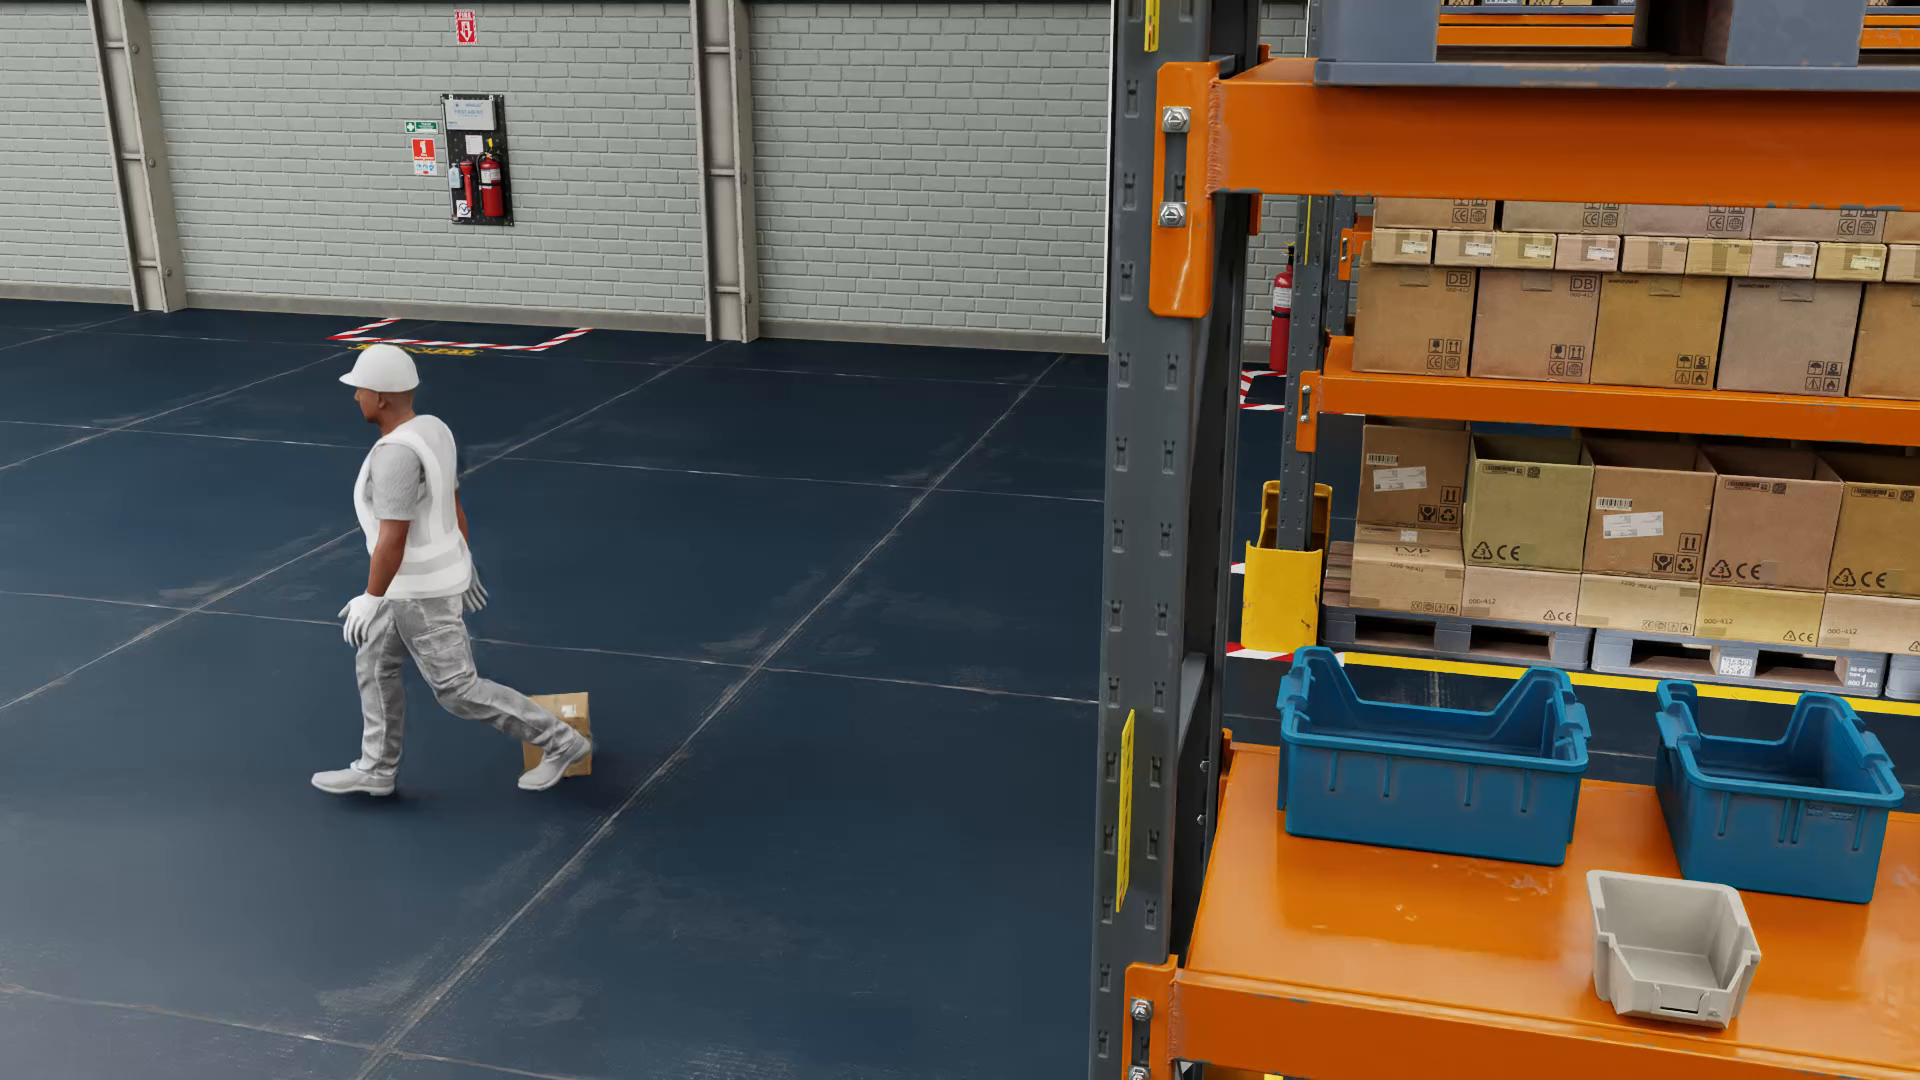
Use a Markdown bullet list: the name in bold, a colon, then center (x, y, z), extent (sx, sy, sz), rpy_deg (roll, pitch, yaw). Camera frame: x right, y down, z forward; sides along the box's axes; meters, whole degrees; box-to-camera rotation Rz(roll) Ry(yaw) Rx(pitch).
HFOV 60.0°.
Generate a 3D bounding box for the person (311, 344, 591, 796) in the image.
- **person**: center (-1.930, 0.146, 6.076), extent (1.057, 1.738, 0.559), rpy_deg (-3, 18, -10)
